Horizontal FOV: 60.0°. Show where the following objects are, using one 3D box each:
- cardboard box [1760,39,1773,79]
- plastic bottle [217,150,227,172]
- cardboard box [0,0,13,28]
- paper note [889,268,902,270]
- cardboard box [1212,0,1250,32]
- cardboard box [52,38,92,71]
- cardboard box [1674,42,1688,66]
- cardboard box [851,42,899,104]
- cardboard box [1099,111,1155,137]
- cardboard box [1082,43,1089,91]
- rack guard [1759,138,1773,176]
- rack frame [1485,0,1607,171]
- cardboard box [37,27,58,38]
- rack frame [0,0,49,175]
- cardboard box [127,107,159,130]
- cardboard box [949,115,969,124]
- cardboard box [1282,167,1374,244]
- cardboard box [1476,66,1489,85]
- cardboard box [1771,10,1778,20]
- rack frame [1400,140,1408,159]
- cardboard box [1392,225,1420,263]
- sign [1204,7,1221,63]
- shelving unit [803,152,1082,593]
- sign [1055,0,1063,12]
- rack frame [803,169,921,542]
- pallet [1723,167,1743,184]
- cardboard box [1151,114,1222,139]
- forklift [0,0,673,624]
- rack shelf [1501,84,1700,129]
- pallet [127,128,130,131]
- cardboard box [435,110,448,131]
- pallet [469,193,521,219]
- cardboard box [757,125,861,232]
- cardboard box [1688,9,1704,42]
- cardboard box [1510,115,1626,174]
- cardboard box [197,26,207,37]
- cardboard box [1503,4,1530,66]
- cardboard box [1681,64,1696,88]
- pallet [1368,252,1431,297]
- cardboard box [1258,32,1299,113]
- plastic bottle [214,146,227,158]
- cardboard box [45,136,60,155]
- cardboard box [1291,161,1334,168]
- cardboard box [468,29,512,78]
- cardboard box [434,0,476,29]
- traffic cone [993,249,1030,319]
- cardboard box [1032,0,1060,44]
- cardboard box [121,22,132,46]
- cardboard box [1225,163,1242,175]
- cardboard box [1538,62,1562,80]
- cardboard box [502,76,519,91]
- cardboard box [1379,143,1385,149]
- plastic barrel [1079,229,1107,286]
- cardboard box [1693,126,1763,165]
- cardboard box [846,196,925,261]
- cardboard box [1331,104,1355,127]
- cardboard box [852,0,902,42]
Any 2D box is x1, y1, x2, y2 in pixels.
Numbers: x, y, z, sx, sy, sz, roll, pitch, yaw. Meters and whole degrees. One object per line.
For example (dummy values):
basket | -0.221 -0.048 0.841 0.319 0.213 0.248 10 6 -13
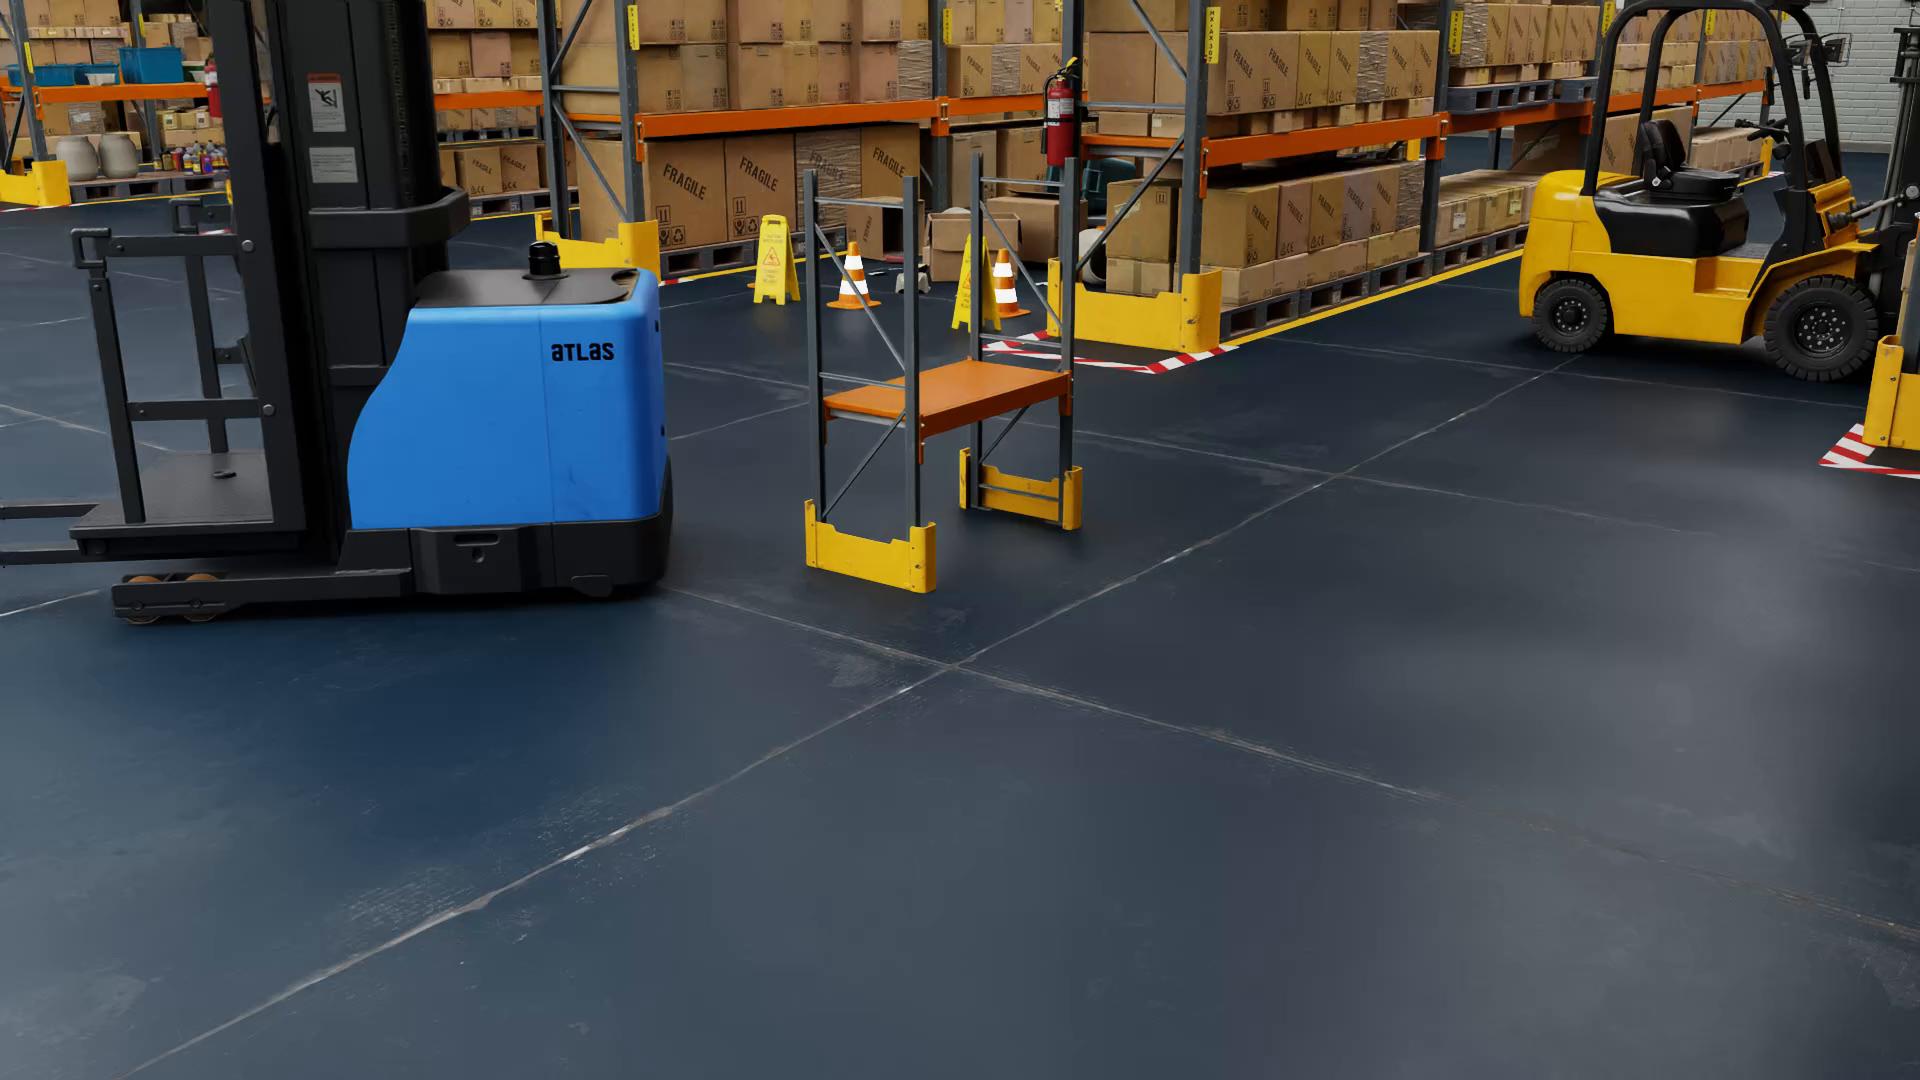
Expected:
cardboard box | 10.545 -6.431 22.227 0.500 0.500 0.500 13 21 35
plastic bottle | -9.256 -4.750 20.840 0.097 0.271 0.097 0 17 0
cardboard box | -13.599 -7.391 23.131 0.700 0.500 0.500 12 21 35
paper note | -0.551 -2.309 14.163 0.123 0.001 0.032 -7 19 -22
cardboard box | 1.523 -3.681 11.183 0.700 0.500 0.500 13 21 35
cardboard box | -13.011 -7.004 24.070 0.700 0.500 0.500 12 21 34
cardboard box | 7.877 -5.491 18.778 0.500 0.250 0.500 13 22 36
cardboard box | -1.086 -4.384 15.551 0.875 0.550 0.550 12 21 35
cardboard box | 1.137 -2.741 10.936 0.380 0.149 0.250 13 22 37
cardboard box | 1.168 -5.146 18.087 0.500 0.500 0.500 12 21 34
rack guard | 10.634 -5.357 23.151 1.175 0.500 0.348 12 21 35
rack frame | 5.853 -4.640 16.626 1.000 3.000 0.127 12 21 35
cardboard box | -13.040 -7.202 23.616 0.380 0.149 0.250 12 21 34
rack frame | -10.850 -5.361 18.948 1.000 3.000 0.127 12 21 35
cardboard box | -12.432 -6.492 25.573 0.500 0.311 0.500 12 21 35
cardboard box | -0.619 -6.160 24.398 1.225 0.875 0.875 12 21 33
cardboard box | 2.728 -2.501 12.403 0.500 0.500 0.500 14 22 38
cardboard box | 4.209 -3.901 13.964 0.380 0.149 0.250 13 21 36
cardboard box | 10.524 -6.913 22.094 0.500 0.500 0.500 13 22 36
rack frame | 6.584 -7.396 25.501 1.000 3.000 0.127 12 21 35
cardboard box | 3.333 -2.386 13.297 0.500 0.250 0.500 14 22 37
sign | 1.522 -3.052 10.053 0.100 0.325 0.005 12 21 35
shelving unit | -0.045 -0.698 6.463 0.587 1.500 1.083 12 21 35
sign | 0.653 -3.541 10.603 0.100 0.325 0.005 12 21 35
rack frame | -0.354 -0.575 6.066 0.500 1.500 0.032 12 21 35
pallet | 9.479 -4.720 21.586 1.003 0.211 1.213 12 21 35
cardboard box | 1.455 -2.659 10.670 0.380 0.149 0.250 13 21 35
forklift | -2.637 -1.272 5.897 3.031 2.935 1.130 -2 17 -7
rack shelf | 7.045 -4.772 18.267 1.077 0.370 4.000 12 21 35
pallet | -15.234 -7.210 29.604 1.003 0.211 1.213 12 21 35
cardboard box | -9.251 -7.342 28.802 0.500 0.500 0.500 12 21 33
pallet | -5.587 -3.648 18.136 1.003 0.211 1.213 12 21 35
cardboard box | -1.531 -3.371 15.414 0.875 0.875 0.875 13 21 35
cardboard box | 8.172 -5.967 19.046 0.500 0.500 0.500 13 22 36
cardboard box | 6.331 -3.975 17.362 0.875 0.875 0.875 12 21 34
cardboard box | -13.970 -9.375 31.172 0.500 0.500 0.500 13 21 35
cardboard box | 4.583 -4.373 14.389 0.500 0.500 0.500 12 21 34
cardboard box | 8.172 -5.369 19.229 0.500 0.250 0.500 12 21 33
pallet | 3.098 -2.189 13.437 1.003 0.211 1.213 12 21 35
cardboard box | 1.897 -3.112 11.036 0.500 0.500 0.500 13 22 36
plastic bottle | -9.513 -4.937 21.436 0.152 0.276 0.135 12 21 35
cardboard box | -13.135 -5.689 23.933 0.500 0.250 0.500 12 21 35
cardboard box | 2.592 -2.710 13.076 0.500 0.500 0.500 13 22 37
cardboard box | -5.350 -5.282 18.024 0.875 0.500 0.500 12 21 35
cardboard box | -5.432 -5.593 17.340 0.500 0.500 0.500 12 21 35
traffic cone | 0.307 -1.853 11.931 0.336 0.463 0.334 12 21 35
cardboard box | 0.633 -5.545 17.688 0.700 0.500 0.500 12 21 34
cardboard box | -15.036 -8.860 29.307 0.700 0.500 0.500 12 21 35
cardboard box | 1.830 -2.747 12.103 0.380 0.149 0.250 14 22 37
cardboard box | 5.322 -4.329 15.343 0.380 0.149 0.250 13 21 36
cardboard box | -5.049 -4.993 18.187 0.380 0.149 0.250 12 21 35
cardboard box | 6.139 -5.946 24.931 0.380 0.149 0.250 12 21 34
plastic barrel | 1.101 -2.263 13.318 0.421 0.421 0.512 -4 18 -13
cardboard box | 10.307 -5.347 22.517 0.875 0.438 0.875 12 21 33
cardboard box | -0.667 -2.794 14.893 0.500 0.500 0.500 -16 23 -41
cardboard box | 2.620 -3.071 11.997 0.380 0.149 0.250 13 21 35
cardboard box | -1.048 -4.892 15.364 0.875 0.550 0.550 12 21 35
